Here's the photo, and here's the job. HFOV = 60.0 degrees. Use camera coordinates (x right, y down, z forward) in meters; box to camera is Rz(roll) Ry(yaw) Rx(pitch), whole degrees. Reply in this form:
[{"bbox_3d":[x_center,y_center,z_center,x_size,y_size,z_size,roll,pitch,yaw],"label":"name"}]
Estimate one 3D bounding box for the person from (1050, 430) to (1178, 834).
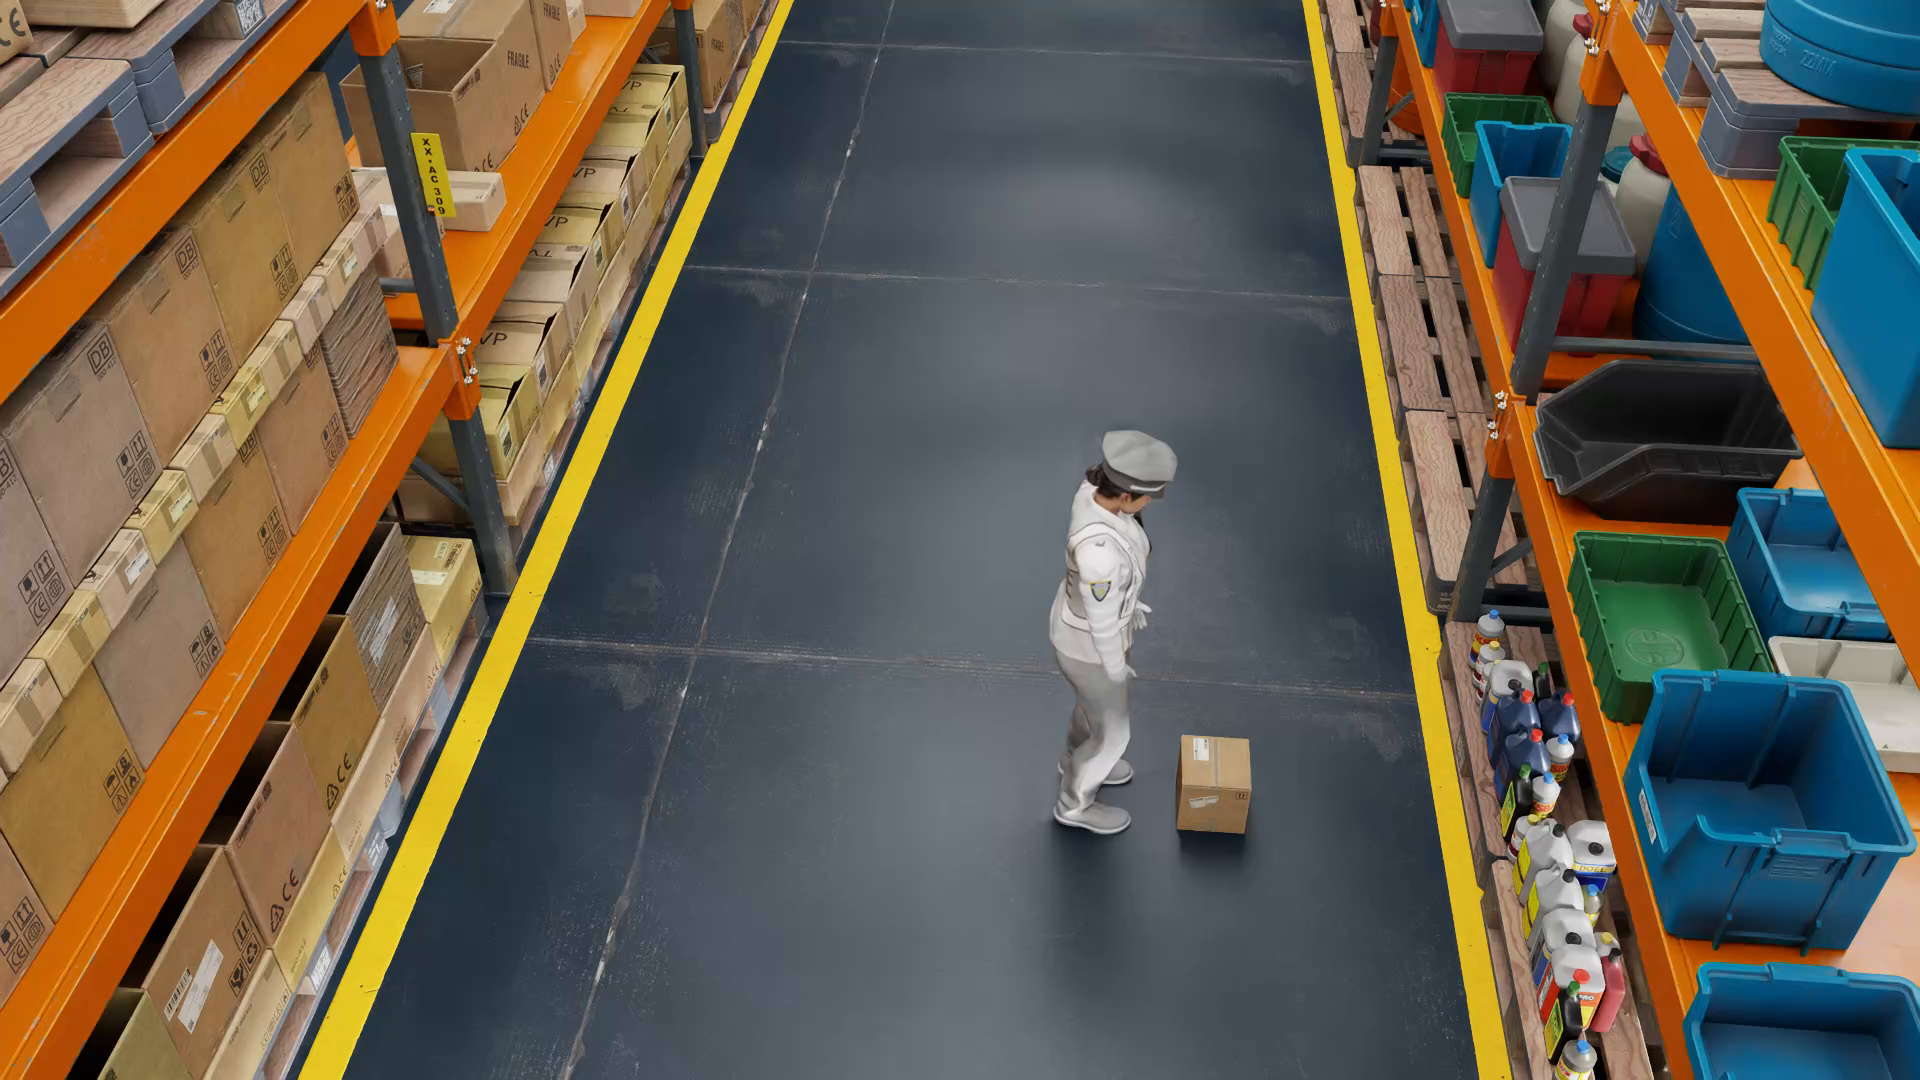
[{"bbox_3d":[0.502,0.328,5.790,0.381,1.652,0.485,4,40,5],"label":"person"}]
